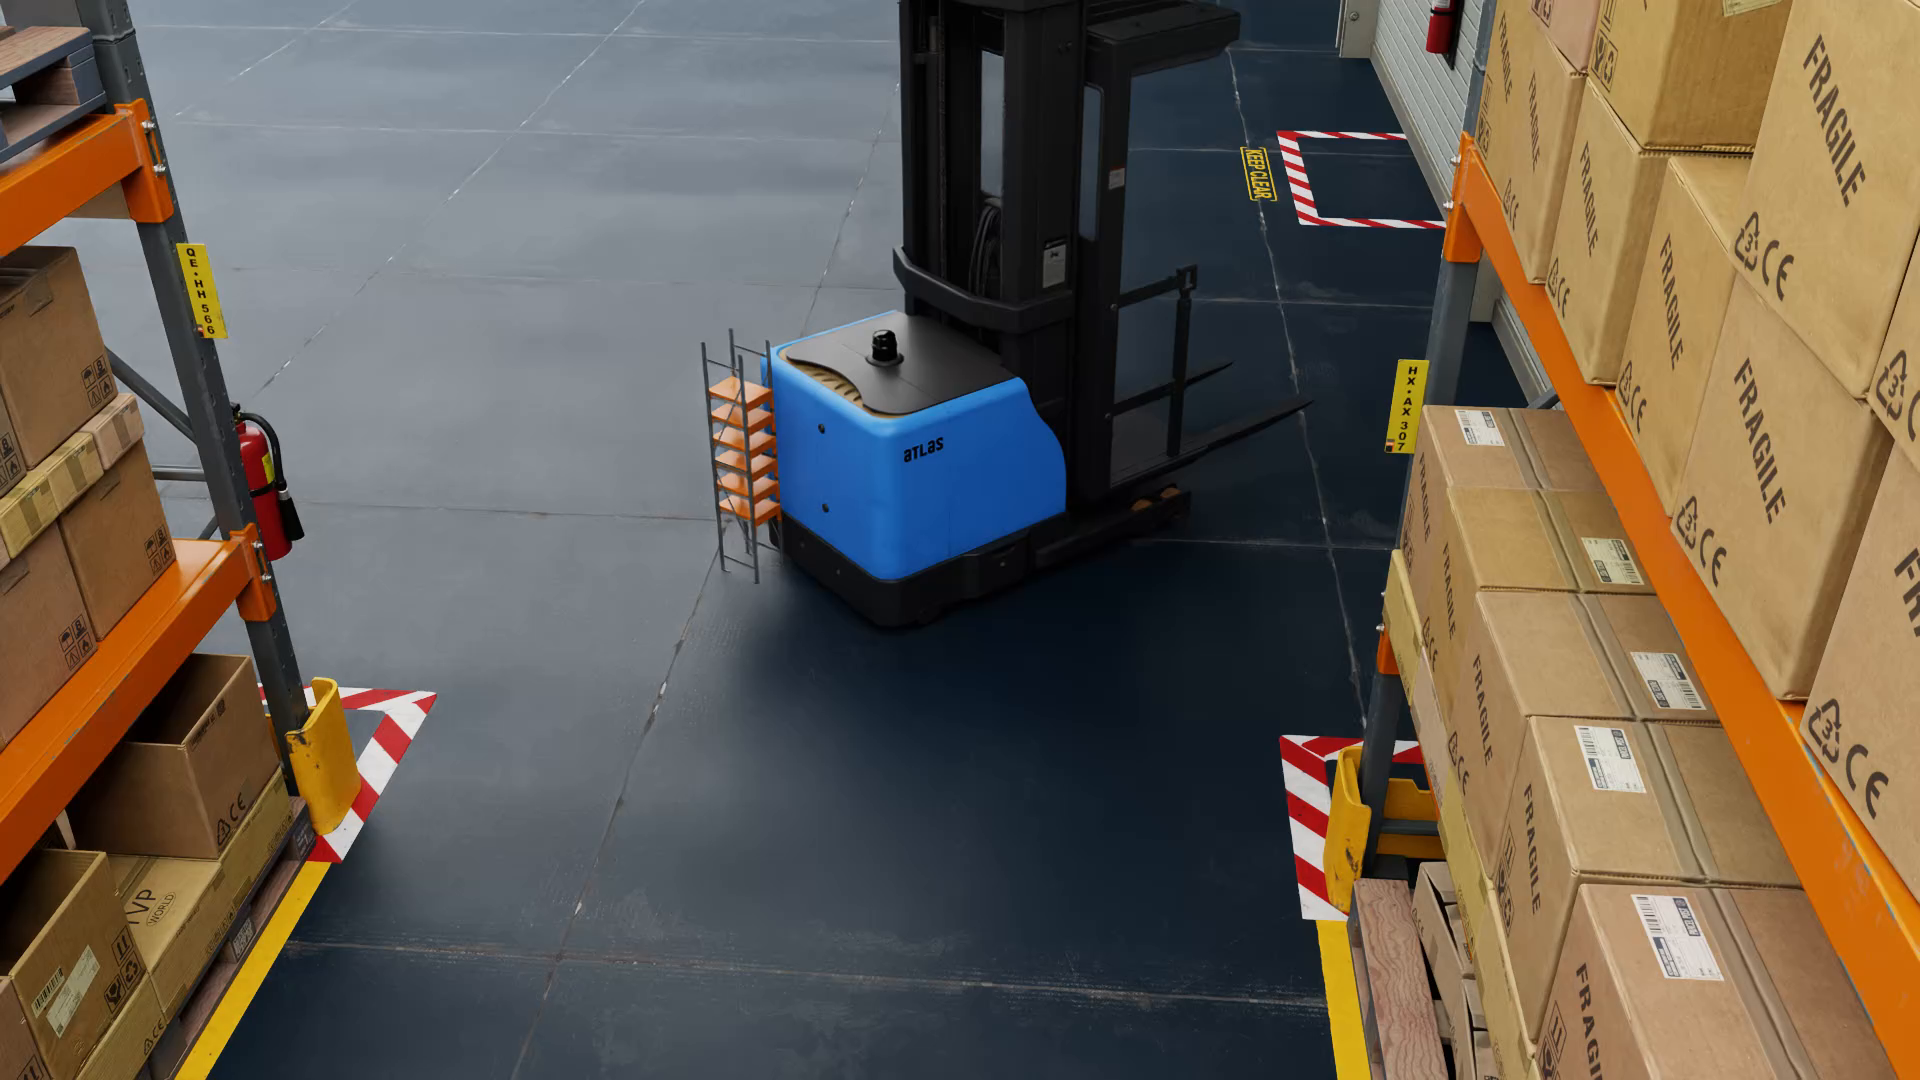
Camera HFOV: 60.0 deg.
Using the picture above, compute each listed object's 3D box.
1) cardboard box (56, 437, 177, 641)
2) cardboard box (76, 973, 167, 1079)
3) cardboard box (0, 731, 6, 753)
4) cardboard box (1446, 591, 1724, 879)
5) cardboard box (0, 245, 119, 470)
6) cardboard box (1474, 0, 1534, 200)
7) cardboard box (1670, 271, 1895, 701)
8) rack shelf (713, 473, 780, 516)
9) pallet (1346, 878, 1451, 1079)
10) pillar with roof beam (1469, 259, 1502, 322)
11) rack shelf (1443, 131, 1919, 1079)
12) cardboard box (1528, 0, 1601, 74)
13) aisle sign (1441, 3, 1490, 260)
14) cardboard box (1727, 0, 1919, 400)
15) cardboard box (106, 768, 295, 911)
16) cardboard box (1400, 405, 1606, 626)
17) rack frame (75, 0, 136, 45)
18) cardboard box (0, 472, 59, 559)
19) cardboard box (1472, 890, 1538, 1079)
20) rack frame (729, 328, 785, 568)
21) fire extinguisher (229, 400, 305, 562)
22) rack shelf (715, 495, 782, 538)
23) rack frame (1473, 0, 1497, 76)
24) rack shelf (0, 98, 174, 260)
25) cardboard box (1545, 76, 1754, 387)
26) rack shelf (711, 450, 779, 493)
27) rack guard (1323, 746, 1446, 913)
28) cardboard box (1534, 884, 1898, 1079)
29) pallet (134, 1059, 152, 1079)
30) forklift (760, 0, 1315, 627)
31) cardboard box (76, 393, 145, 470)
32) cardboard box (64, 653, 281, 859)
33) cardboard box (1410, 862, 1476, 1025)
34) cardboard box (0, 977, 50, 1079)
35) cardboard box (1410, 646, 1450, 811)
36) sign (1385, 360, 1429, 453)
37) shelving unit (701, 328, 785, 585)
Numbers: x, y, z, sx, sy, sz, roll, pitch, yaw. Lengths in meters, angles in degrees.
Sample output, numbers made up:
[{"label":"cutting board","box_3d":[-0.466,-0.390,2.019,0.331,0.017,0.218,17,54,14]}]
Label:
[{"label":"cardboard box","box_3d":[-3.035,-0.036,5.354,0.700,0.500,0.500,2,32,4]},{"label":"cardboard box","box_3d":[-2.802,1.572,5.061,0.500,0.250,0.500,2,32,4]},{"label":"cardboard box","box_3d":[-3.120,0.498,4.487,0.700,0.500,0.500,3,32,4]},{"label":"cardboard box","box_3d":[1.516,0.474,4.031,0.500,0.500,0.500,1,32,2]},{"label":"cardboard box","box_3d":[-3.040,-0.560,4.968,0.700,0.500,0.500,3,32,4]},{"label":"cardboard box","box_3d":[1.676,-1.191,4.350,0.500,0.500,0.500,3,32,5]},{"label":"cardboard box","box_3d":[1.483,-0.093,2.569,0.500,0.500,0.500,1,32,2]},{"label":"rack shelf","box_3d":[-0.999,-0.232,7.797,0.258,0.103,0.180,20,37,30]},{"label":"pallet","box_3d":[1.845,1.623,5.415,1.003,0.211,1.213,2,32,4]},{"label":"pillar with roof beam","box_3d":[-1.044,-5.499,8.596,9.100,9.000,0.400,2,32,4]},{"label":"rack shelf","box_3d":[1.790,0.048,3.140,1.077,0.370,4.000,2,32,4]},{"label":"cardboard box","box_3d":[1.588,-1.330,3.622,0.500,0.500,0.500,2,32,3]},{"label":"aisle sign","box_3d":[1.660,-1.184,4.835,0.394,0.787,0.004,2,32,4]},{"label":"cardboard box","box_3d":[1.464,-0.523,2.314,0.500,0.500,0.500,1,32,2]},{"label":"cardboard box","box_3d":[-2.734,1.048,5.911,0.500,0.250,0.500,2,32,4]},{"label":"cardboard box","box_3d":[1.614,-0.054,4.888,0.500,0.500,0.500,2,32,4]},{"label":"rack frame","box_3d":[-2.985,-2.791,4.201,1.000,3.000,0.127,2,32,4]},{"label":"cardboard box","box_3d":[-2.867,-0.077,4.802,0.380,0.149,0.250,2,32,3]},{"label":"cardboard box","box_3d":[1.478,1.072,3.775,0.500,0.250,0.500,3,32,4]},{"label":"rack frame","box_3d":[-0.946,-0.412,7.774,0.240,1.200,0.006,20,37,30]},{"label":"fire extinguisher","box_3d":[-2.512,-0.246,5.864,0.296,0.674,0.183,2,32,4]},{"label":"rack shelf","box_3d":[-0.999,-0.130,7.860,0.258,0.103,0.180,20,37,30]},{"label":"rack frame","box_3d":[1.953,-2.581,3.861,1.000,3.000,0.127,2,32,4]},{"label":"rack shelf","box_3d":[-3.148,-0.162,3.480,1.077,0.370,4.000,2,32,4]},{"label":"cardboard box","box_3d":[1.559,-0.640,3.456,0.500,0.500,0.500,4,32,6]},{"label":"rack shelf","box_3d":[-0.999,-0.335,7.734,0.258,0.103,0.180,20,37,30]},{"label":"rack guard","box_3d":[1.947,1.077,6.026,1.175,0.500,0.348,2,32,4]},{"label":"cardboard box","box_3d":[1.444,1.016,3.151,0.500,0.500,0.500,2,32,3]},{"label":"pallet","box_3d":[-3.107,1.988,4.823,1.003,0.211,1.213,2,32,4]},{"label":"forklift","box_3d":[0.542,-1.479,7.856,3.031,2.935,1.130,-22,38,-32]},{"label":"cardboard box","box_3d":[-2.826,-0.348,5.241,0.380,0.149,0.250,2,32,3]},{"label":"cardboard box","box_3d":[-2.732,0.729,5.714,0.500,0.500,0.500,2,32,4]},{"label":"cardboard box","box_3d":[1.807,1.288,5.444,0.500,0.311,0.500,-1,32,-2]},{"label":"cardboard box","box_3d":[-2.841,1.514,4.440,0.500,0.500,0.500,2,32,4]},{"label":"cardboard box","box_3d":[1.569,0.542,4.635,0.500,0.250,0.500,2,32,2]},{"label":"sign","box_3d":[1.412,-0.419,5.245,0.100,0.325,0.005,2,32,4]},{"label":"shelving unit","box_3d":[-0.999,-0.372,7.711,0.258,1.200,0.189,20,37,30]}]
